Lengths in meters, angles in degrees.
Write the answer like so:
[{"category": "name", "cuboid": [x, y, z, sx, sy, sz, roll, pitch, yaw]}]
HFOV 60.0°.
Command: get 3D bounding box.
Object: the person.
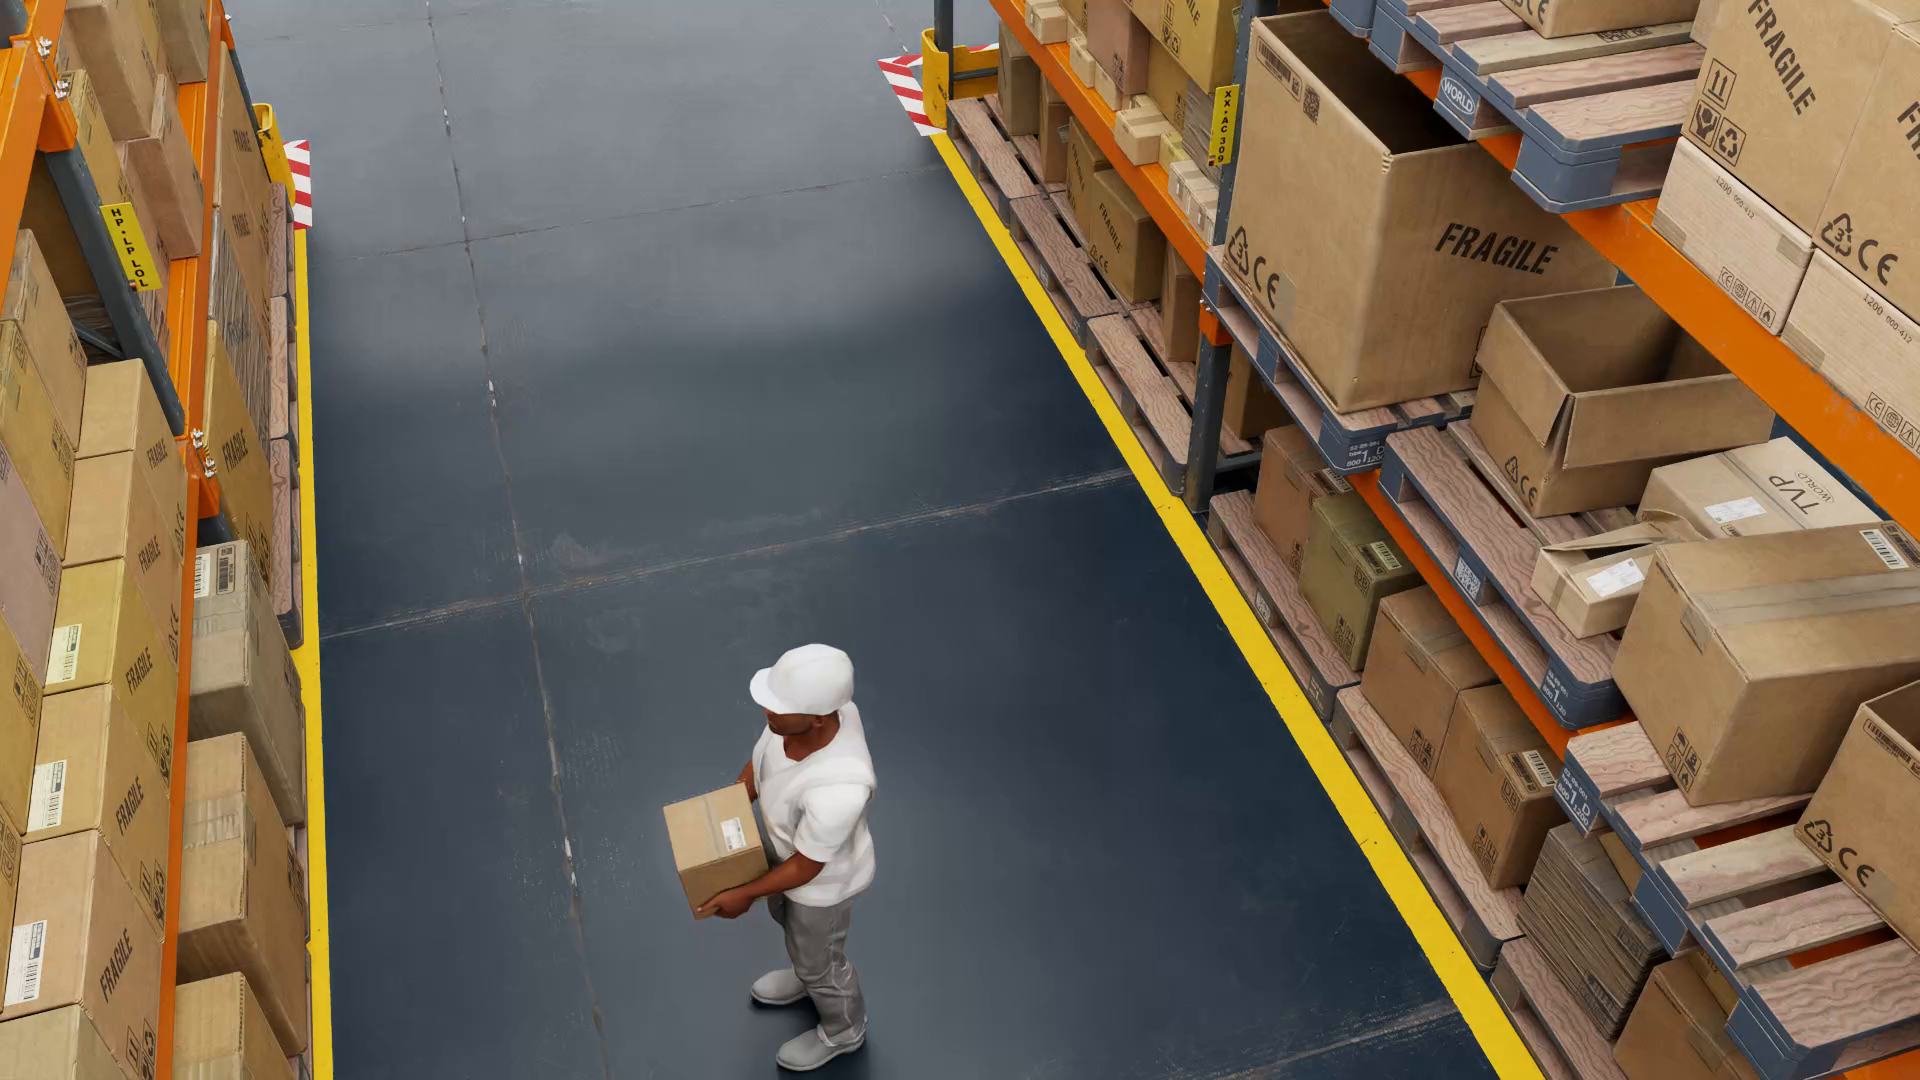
[{"category": "person", "cuboid": [-0.537, 0.984, 5.048, 0.567, 1.769, 0.528, -12, 43, -13]}]
